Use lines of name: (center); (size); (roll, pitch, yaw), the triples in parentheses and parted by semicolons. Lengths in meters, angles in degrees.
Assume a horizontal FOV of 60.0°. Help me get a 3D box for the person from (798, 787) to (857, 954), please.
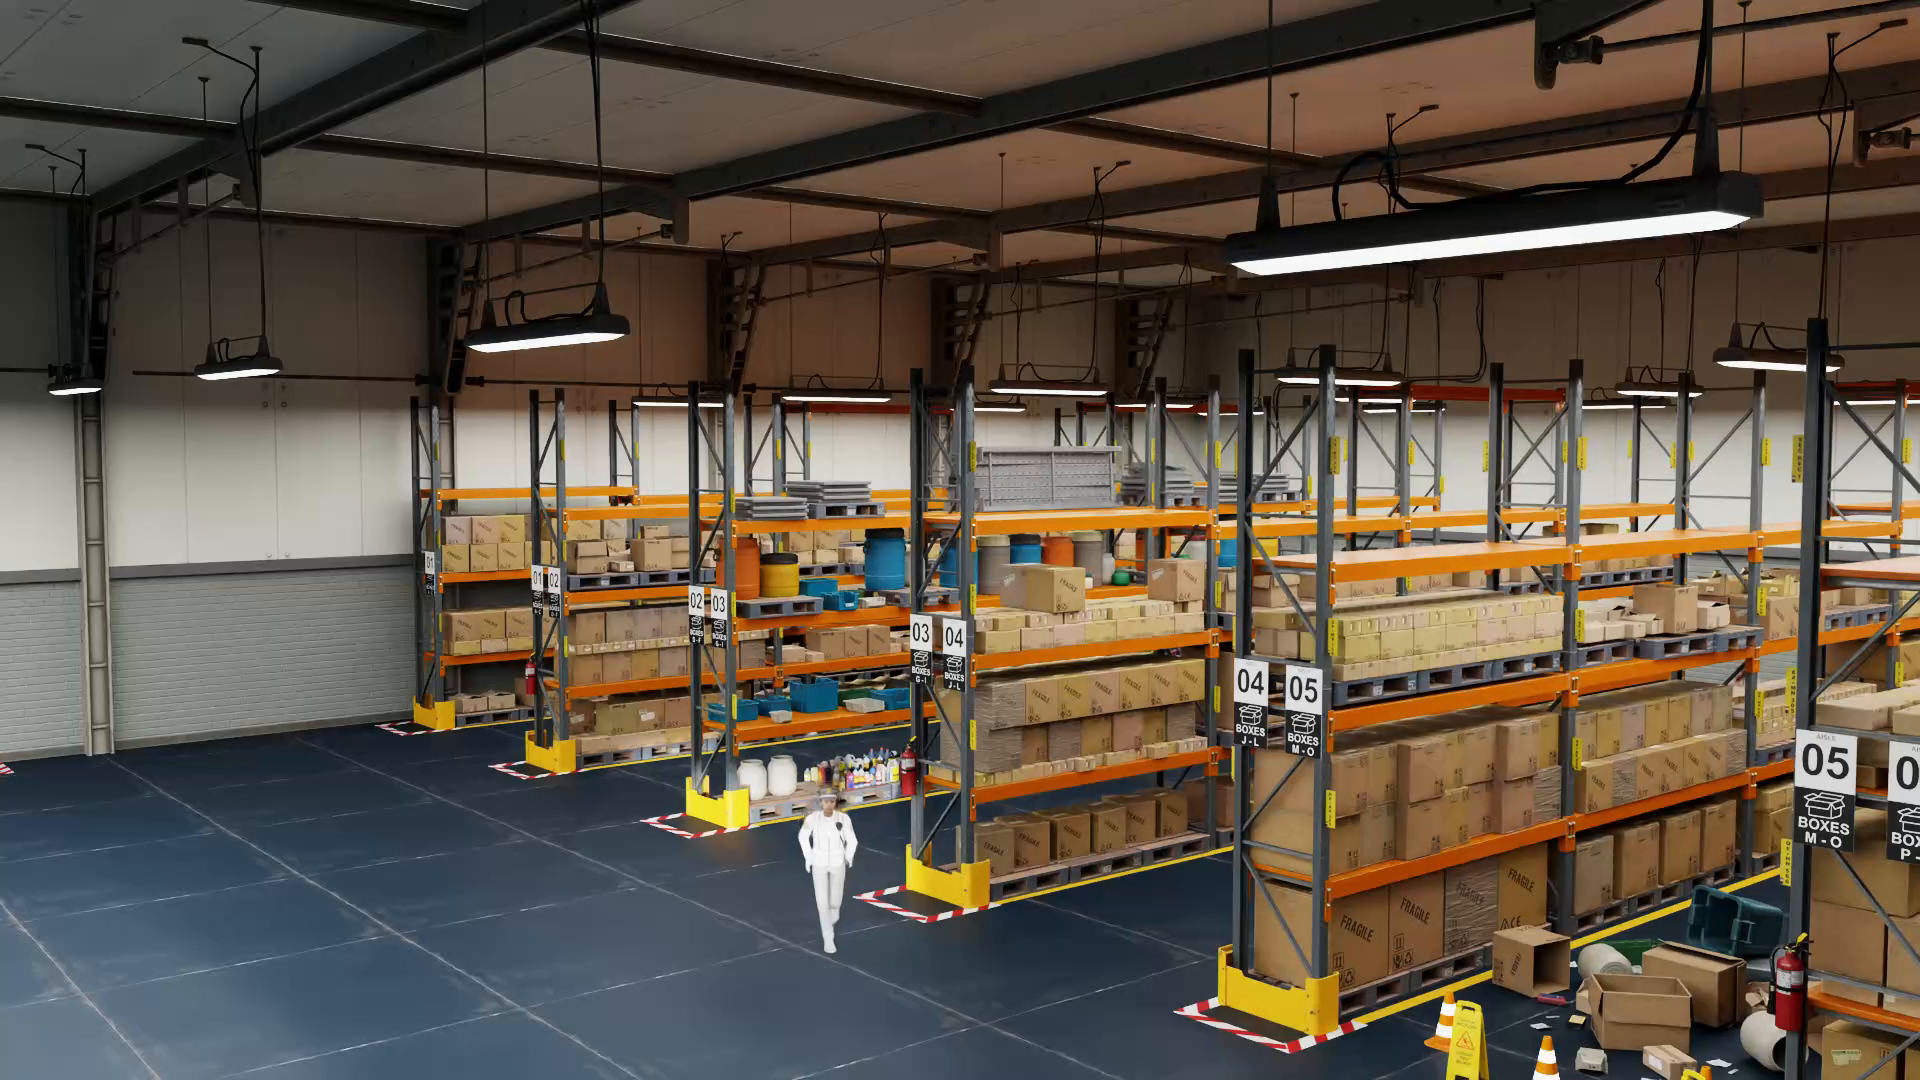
person: (-1.361, 3.335, 17.135); (0.602, 1.671, 0.782); (0, 3, -7)

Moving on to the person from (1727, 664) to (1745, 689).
person: (12.532, 2.781, 26.868); (0.548, 1.557, 0.705); (3, 4, 39)
